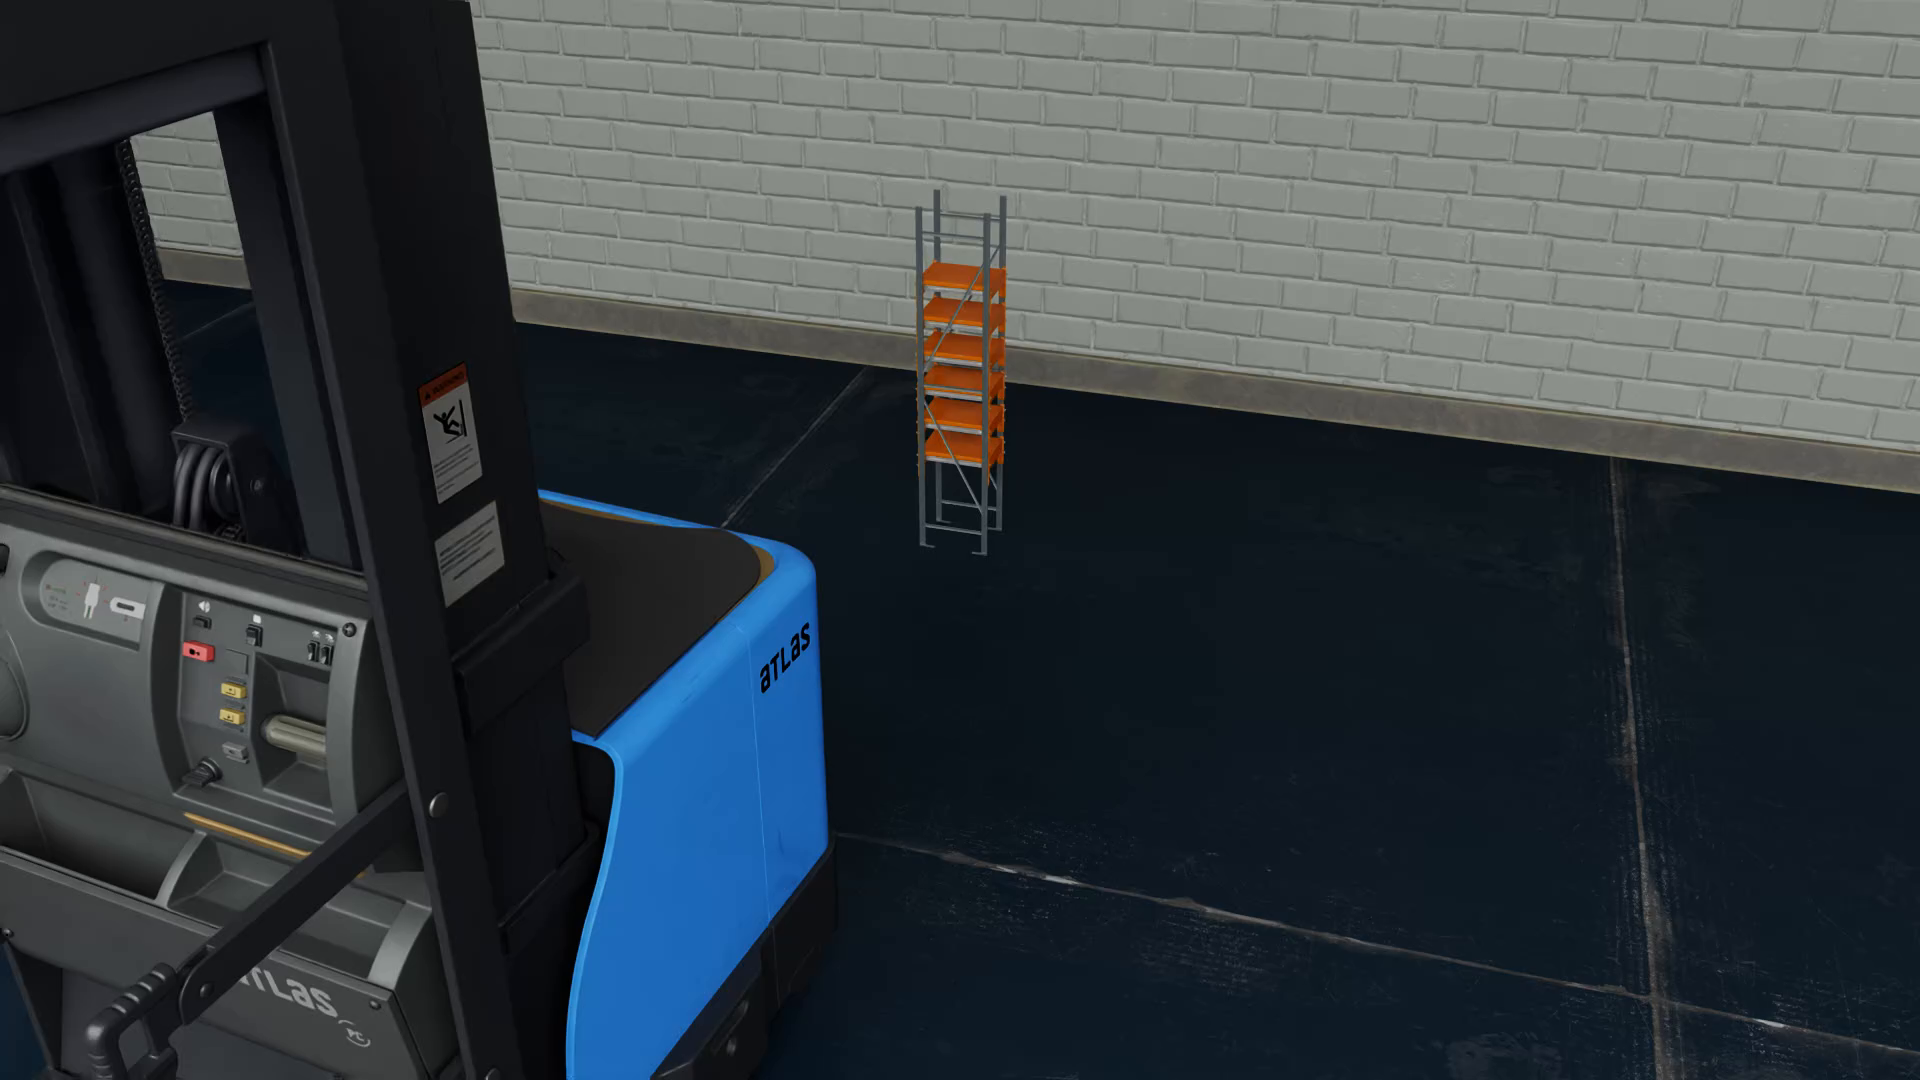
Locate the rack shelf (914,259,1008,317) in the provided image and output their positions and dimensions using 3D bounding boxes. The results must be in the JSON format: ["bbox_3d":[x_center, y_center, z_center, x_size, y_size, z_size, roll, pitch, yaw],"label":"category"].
[{"bbox_3d":[0.004,-0.807,5.317,0.258,0.103,0.180,8,30,15],"label":"rack shelf"}]

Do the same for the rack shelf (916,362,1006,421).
[{"bbox_3d":[0.004,-0.492,5.492,0.258,0.103,0.180,8,30,15],"label":"rack shelf"}]

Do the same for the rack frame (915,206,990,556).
[{"bbox_3d":[-0.023,-0.489,5.394,0.240,1.200,0.006,8,30,15],"label":"rack frame"}]

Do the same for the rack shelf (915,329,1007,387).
[{"bbox_3d":[0.004,-0.597,5.434,0.258,0.103,0.180,8,30,15],"label":"rack shelf"}]

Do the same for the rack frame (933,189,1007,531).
[{"bbox_3d":[0.031,-0.574,5.547,0.240,1.200,0.006,8,30,15],"label":"rack frame"}]

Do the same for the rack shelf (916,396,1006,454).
[{"bbox_3d":[0.004,-0.387,5.550,0.258,0.103,0.180,8,30,15],"label":"rack shelf"}]

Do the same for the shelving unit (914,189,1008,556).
[{"bbox_3d":[0.004,-0.531,5.470,0.258,1.200,0.189,8,30,15],"label":"shelving unit"}]

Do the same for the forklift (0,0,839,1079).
[{"bbox_3d":[-1.338,0.237,2.309,1.130,2.935,3.031,12,31,20],"label":"forklift"}]

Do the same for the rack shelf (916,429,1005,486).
[{"bbox_3d":[0.004,-0.282,5.609,0.258,0.103,0.180,8,30,15],"label":"rack shelf"}]

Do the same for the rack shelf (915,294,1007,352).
[{"bbox_3d":[0.004,-0.702,5.375,0.258,0.103,0.180,8,30,15],"label":"rack shelf"}]
